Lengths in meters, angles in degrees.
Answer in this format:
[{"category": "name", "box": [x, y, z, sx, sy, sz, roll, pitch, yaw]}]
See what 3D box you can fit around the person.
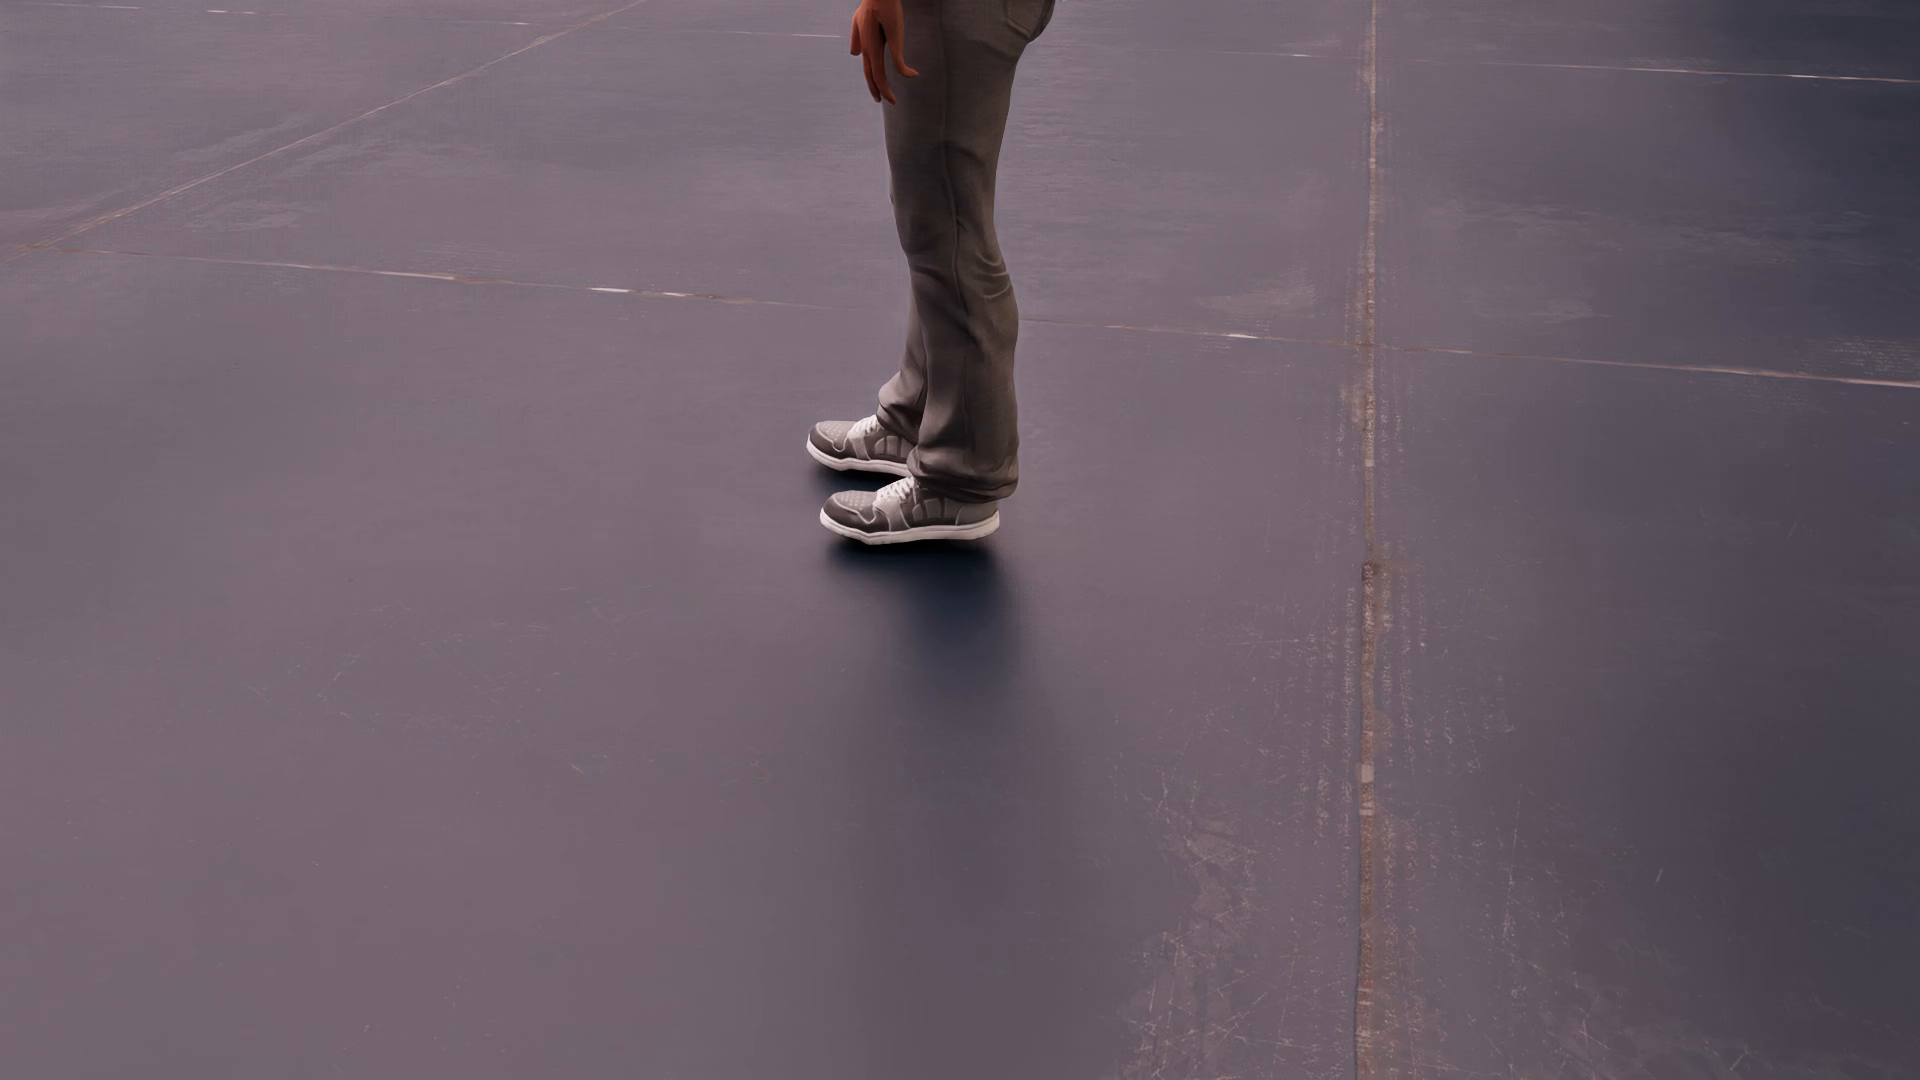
[{"category": "person", "box": [-0.068, -0.733, 2.164, 0.475, 1.597, 0.520, 6, 27, 11]}]
